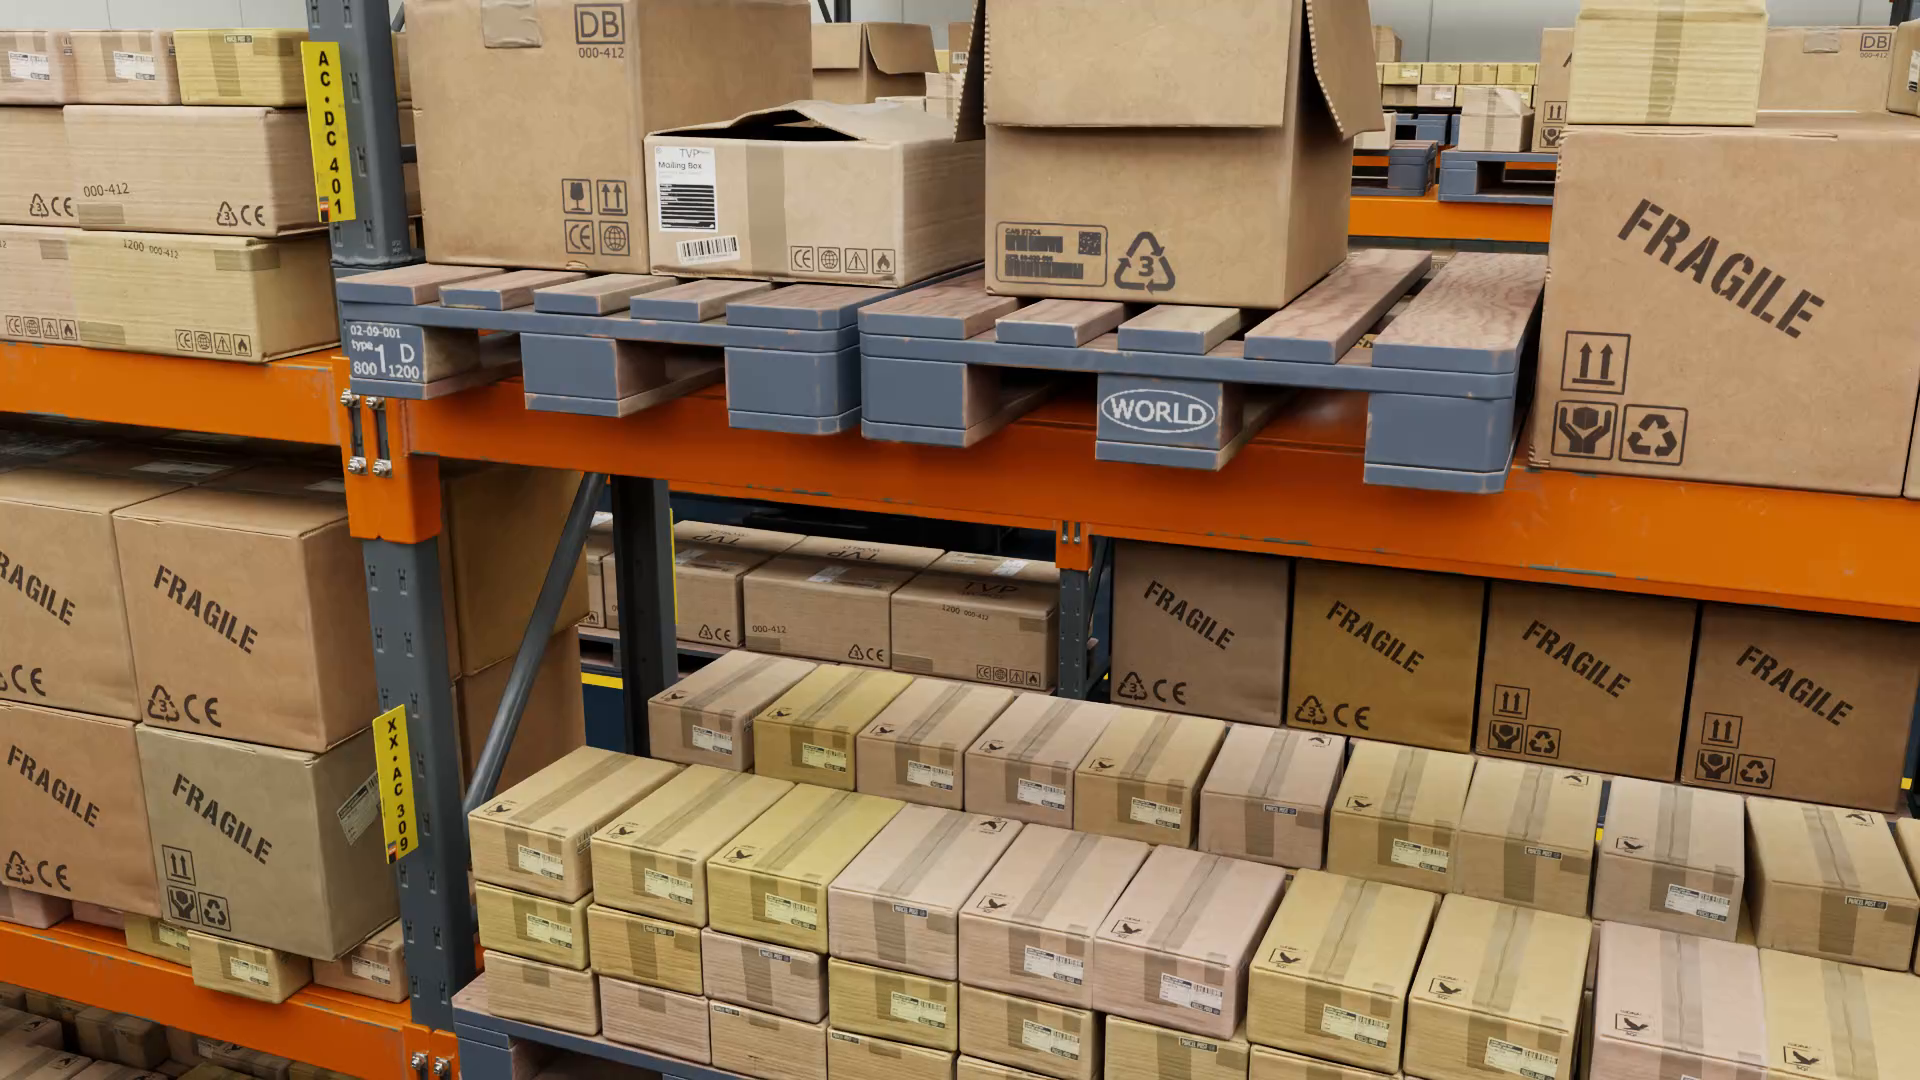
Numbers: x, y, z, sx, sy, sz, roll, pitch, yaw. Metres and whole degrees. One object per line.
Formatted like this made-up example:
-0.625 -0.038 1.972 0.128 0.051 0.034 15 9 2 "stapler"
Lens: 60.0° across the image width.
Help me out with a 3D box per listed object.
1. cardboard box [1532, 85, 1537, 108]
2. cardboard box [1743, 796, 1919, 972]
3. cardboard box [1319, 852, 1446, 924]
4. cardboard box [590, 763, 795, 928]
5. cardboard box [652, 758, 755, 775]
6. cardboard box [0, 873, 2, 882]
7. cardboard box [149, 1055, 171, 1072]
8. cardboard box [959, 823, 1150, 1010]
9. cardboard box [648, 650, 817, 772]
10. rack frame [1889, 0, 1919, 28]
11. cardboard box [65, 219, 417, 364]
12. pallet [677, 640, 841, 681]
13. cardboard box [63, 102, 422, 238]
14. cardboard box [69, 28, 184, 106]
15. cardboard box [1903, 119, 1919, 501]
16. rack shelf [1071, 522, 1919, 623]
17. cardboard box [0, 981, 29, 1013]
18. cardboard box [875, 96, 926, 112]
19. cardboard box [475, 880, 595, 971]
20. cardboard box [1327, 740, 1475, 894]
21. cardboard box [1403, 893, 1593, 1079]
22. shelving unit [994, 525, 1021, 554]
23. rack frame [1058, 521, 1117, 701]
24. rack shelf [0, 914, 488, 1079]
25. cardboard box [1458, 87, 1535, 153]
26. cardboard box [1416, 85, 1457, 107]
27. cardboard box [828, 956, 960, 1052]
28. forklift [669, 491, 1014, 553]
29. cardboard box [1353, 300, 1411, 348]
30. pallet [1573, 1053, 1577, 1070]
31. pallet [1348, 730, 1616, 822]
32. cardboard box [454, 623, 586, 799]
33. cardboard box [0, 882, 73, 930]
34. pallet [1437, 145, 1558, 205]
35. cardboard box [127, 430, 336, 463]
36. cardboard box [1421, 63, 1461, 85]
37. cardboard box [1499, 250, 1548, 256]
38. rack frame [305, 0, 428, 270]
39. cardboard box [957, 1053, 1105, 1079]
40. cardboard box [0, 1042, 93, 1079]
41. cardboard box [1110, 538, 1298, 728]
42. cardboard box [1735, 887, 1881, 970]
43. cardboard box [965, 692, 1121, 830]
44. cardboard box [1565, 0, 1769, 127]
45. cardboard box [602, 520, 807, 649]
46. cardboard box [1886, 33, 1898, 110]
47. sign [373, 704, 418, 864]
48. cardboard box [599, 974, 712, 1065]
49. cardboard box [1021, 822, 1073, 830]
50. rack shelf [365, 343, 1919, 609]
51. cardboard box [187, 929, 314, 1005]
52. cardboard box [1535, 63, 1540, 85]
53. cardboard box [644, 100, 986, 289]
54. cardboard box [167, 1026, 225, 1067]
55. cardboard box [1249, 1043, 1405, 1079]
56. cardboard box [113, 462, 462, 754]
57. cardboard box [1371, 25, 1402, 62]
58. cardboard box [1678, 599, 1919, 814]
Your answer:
4.125 -3.082 11.547 0.250 0.149 0.380 7 17 22 "cardboard box"
1.652 0.650 3.185 0.250 0.149 0.380 6 17 18 "cardboard box"
0.908 0.711 3.508 0.250 0.149 0.380 7 18 23 "cardboard box"
-0.527 0.605 3.340 0.250 0.149 0.380 7 18 22 "cardboard box"
-0.544 0.551 4.060 0.250 0.149 0.380 7 18 22 "cardboard box"
-2.485 0.513 4.312 0.500 0.500 0.500 6 17 20 "cardboard box"
-2.423 1.567 5.224 0.250 0.149 0.380 6 17 20 "cardboard box"
0.180 0.684 3.067 0.250 0.149 0.380 6 17 20 "cardboard box"
-0.541 0.409 4.015 0.250 0.149 0.380 7 18 23 "cardboard box"
6.275 -4.269 10.736 0.127 3.000 1.000 6 17 21 "rack frame"
-1.542 -0.563 3.623 0.500 0.250 0.500 7 17 22 "cardboard box"
-1.081 0.608 9.702 1.213 0.211 1.003 6 17 21 "pallet"
-1.509 -0.805 3.557 0.500 0.250 0.500 5 17 18 "cardboard box"
-1.627 -1.000 3.516 0.250 0.149 0.380 7 18 22 "cardboard box"
1.640 -0.334 2.386 0.500 0.500 0.500 6 17 21 "cardboard box"
2.597 0.041 7.942 4.000 0.370 1.077 6 17 21 "rack shelf"
-2.929 1.392 5.292 0.250 0.149 0.380 6 17 19 "cardboard box"
-0.221 -2.088 8.123 0.250 0.149 0.380 7 17 22 "cardboard box"
-0.789 0.721 3.474 0.250 0.149 0.380 7 17 22 "cardboard box"
0.922 0.570 3.462 0.250 0.149 0.380 6 17 20 "cardboard box"
0.909 0.764 2.794 0.250 0.149 0.380 7 18 23 "cardboard box"
0.819 -0.633 11.664 1.048 1.500 0.538 6 17 20 "shelving unit"
0.736 -0.509 8.547 0.127 3.000 1.000 6 17 21 "rack frame"
-2.847 0.926 4.894 4.000 0.370 1.077 6 17 21 "rack shelf"
2.307 -1.809 7.132 0.258 0.266 0.396 8 18 25 "cardboard box"
3.389 -3.149 11.777 0.250 0.149 0.380 7 17 21 "cardboard box"
-0.064 0.800 3.203 0.250 0.149 0.380 5 17 18 "cardboard box"
-1.062 -1.541 12.225 3.031 2.935 1.130 6 17 20 "forklift"
1.989 -0.821 7.648 0.500 0.500 0.500 6 17 19 "cardboard box"
0.878 1.095 3.367 1.213 0.211 1.003 6 17 21 "pallet"
2.620 1.014 8.302 1.213 0.211 1.003 6 17 21 "pallet"
-1.354 0.478 4.433 0.500 0.500 0.500 6 17 20 "cardboard box"
-2.339 0.844 4.338 0.250 0.149 0.380 5 17 18 "cardboard box"
2.797 -1.615 7.316 1.213 0.211 1.003 7 18 23 "pallet"
-1.804 -0.044 4.440 0.500 0.500 0.500 6 17 19 "cardboard box"
3.415 -3.300 11.763 0.250 0.149 0.380 6 17 20 "cardboard box"
4.134 -1.806 12.080 0.500 0.500 0.700 6 17 20 "cardboard box"
-0.986 -2.096 3.252 0.127 3.000 1.000 6 17 21 "rack frame"
0.173 0.969 3.153 0.250 0.149 0.380 5 17 18 "cardboard box"
-2.653 1.584 4.631 0.250 0.149 0.380 6 17 19 "cardboard box"
1.342 0.352 8.637 0.875 0.875 0.875 7 18 22 "cardboard box"
1.621 0.790 3.237 0.250 0.149 0.380 6 17 21 "cardboard box"
0.193 0.490 3.736 0.250 0.149 0.380 6 17 20 "cardboard box"
1.059 -0.762 2.486 0.258 0.266 0.396 6 17 21 "cardboard box"
-1.480 0.244 9.796 0.875 0.438 0.875 7 18 22 "cardboard box"
4.051 -1.791 6.644 0.637 0.503 0.797 5 17 17 "cardboard box"
-1.178 0.511 3.481 0.005 0.325 0.100 6 17 21 "sign"
-0.528 0.891 3.423 0.250 0.149 0.380 7 17 22 "cardboard box"
0.188 0.630 3.786 0.250 0.149 0.380 6 17 19 "cardboard box"
0.874 -0.105 3.066 4.000 0.370 1.077 6 17 21 "rack shelf"
-1.617 0.939 4.009 0.250 0.149 0.380 6 17 19 "cardboard box"
4.125 -3.222 11.498 0.250 0.149 0.380 6 17 21 "cardboard box"
-0.245 -0.670 3.127 0.500 0.311 0.500 6 17 20 "cardboard box"
-2.176 1.453 5.080 0.250 0.149 0.380 7 17 22 "cardboard box"
0.667 0.880 2.925 0.250 0.149 0.380 6 17 20 "cardboard box"
-1.523 0.136 3.818 0.500 0.500 0.500 6 17 19 "cardboard box"
3.122 -3.676 12.317 0.258 0.266 0.396 6 17 21 "cardboard box"
3.845 0.627 7.692 0.875 0.875 0.875 6 17 20 "cardboard box"
